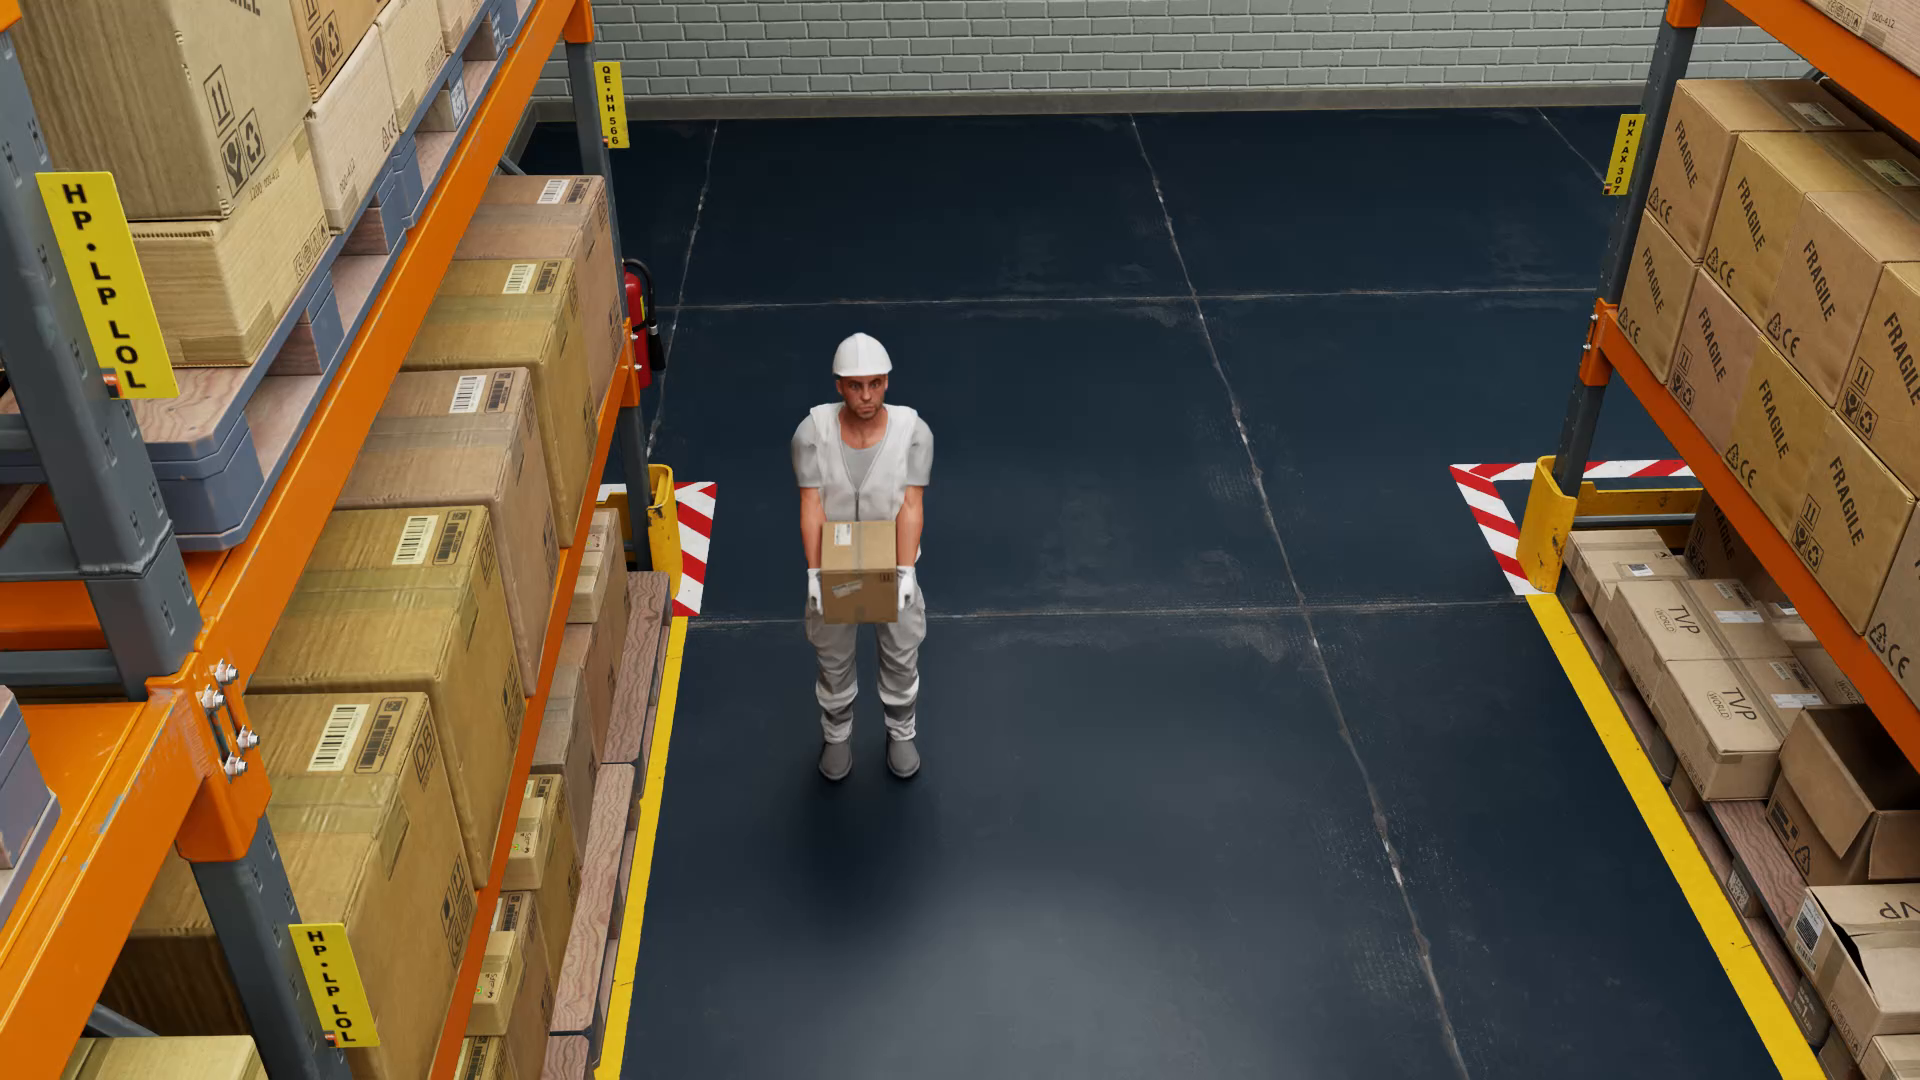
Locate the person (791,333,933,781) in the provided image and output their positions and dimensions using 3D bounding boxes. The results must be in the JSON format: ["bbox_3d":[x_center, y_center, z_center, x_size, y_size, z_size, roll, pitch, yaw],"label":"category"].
[{"bbox_3d":[-0.333,0.146,5.922,0.493,1.781,0.563,-1,35,-2],"label":"person"}]
